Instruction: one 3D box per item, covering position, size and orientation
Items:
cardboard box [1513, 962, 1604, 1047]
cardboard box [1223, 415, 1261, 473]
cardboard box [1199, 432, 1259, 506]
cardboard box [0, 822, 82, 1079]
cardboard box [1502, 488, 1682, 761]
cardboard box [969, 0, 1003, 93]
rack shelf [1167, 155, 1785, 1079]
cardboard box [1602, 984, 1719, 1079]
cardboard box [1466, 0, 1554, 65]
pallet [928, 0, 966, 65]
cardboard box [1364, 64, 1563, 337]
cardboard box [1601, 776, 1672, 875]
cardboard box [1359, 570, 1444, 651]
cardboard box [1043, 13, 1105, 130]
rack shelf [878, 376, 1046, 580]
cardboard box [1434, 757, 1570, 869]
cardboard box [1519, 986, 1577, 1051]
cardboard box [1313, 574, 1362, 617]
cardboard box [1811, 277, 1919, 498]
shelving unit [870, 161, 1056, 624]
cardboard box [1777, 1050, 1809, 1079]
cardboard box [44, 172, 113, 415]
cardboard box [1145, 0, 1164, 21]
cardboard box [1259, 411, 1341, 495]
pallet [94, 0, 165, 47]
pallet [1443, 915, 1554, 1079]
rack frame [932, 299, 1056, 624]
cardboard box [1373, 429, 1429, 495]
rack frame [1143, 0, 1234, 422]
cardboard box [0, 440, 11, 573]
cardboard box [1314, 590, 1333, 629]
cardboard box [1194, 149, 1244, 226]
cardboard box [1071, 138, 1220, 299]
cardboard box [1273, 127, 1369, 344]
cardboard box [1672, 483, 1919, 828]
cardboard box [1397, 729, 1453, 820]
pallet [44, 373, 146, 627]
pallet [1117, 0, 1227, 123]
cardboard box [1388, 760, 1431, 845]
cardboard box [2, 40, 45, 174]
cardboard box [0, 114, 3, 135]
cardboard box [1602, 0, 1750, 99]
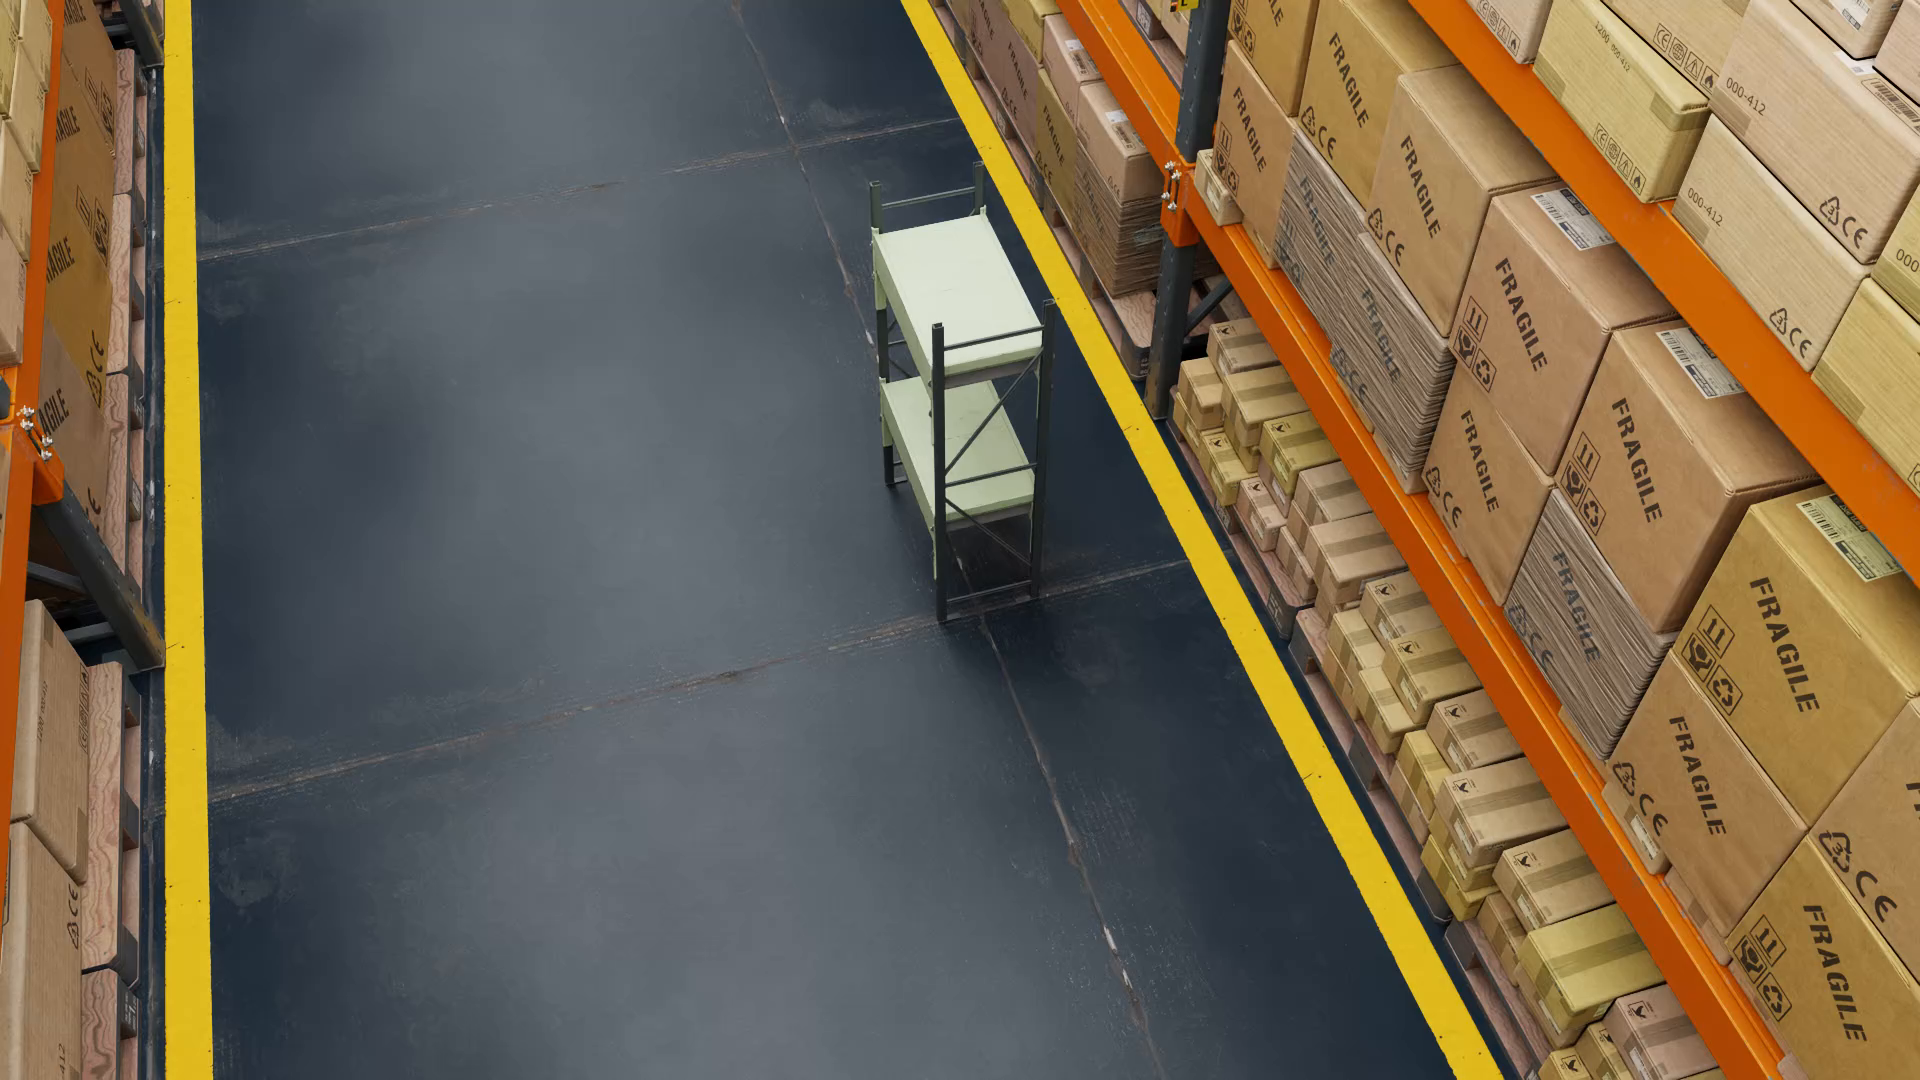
[{"bbox_3d":[1.869,1.291,4.885,0.380,0.149,0.250,-15,52,-12],"label":"cardboard box"},{"bbox_3d":[1.233,-0.429,6.335,0.380,0.149,0.250,-13,51,-11],"label":"cardboard box"},{"bbox_3d":[1.150,-0.302,6.422,0.380,0.149,0.250,-12,51,-10],"label":"cardboard box"},{"bbox_3d":[-3.080,1.402,4.797,0.875,0.438,0.875,-15,51,-12],"label":"cardboard box"},{"bbox_3d":[1.768,0.160,4.183,0.500,0.500,0.500,-13,51,-11],"label":"cardboard box"},{"bbox_3d":[0.361,-2.555,8.092,0.500,0.500,0.500,-14,51,-12],"label":"cardboard box"},{"bbox_3d":[1.862,0.075,4.985,1.077,0.370,4.000,-13,51,-11],"label":"rack shelf"},{"bbox_3d":[2.035,1.369,4.624,0.380,0.149,0.250,-12,51,-10],"label":"cardboard box"},{"bbox_3d":[1.448,-1.390,3.886,0.500,0.250,0.500,-11,51,-9],"label":"cardboard box"},{"bbox_3d":[0.317,-3.070,8.989,1.003,0.211,1.213,-13,51,-11],"label":"pallet"},{"bbox_3d":[1.459,-0.934,4.451,0.500,0.500,0.500,-13,51,-10],"label":"cardboard box"},{"bbox_3d":[1.863,0.659,4.186,0.380,0.149,0.250,-12,51,-10],"label":"cardboard box"},{"bbox_3d":[1.577,0.230,5.584,0.380,0.149,0.250,-15,52,-12],"label":"cardboard box"},{"bbox_3d":[0.670,-2.055,7.180,0.500,0.250,0.500,-11,51,-9],"label":"cardboard box"},{"bbox_3d":[-0.002,-0.278,6.220,0.431,0.370,0.720,-13,51,-11],"label":"rack shelf"},{"bbox_3d":[1.689,0.822,5.086,0.380,0.149,0.250,-12,51,-10],"label":"cardboard box"},{"bbox_3d":[1.930,1.372,5.011,0.380,0.149,0.250,-14,51,-11],"label":"cardboard box"},{"bbox_3d":[1.475,0.145,5.851,0.380,0.149,0.250,-11,51,-9],"label":"cardboard box"},{"bbox_3d":[1.908,-0.258,2.932,0.500,0.250,0.500,-13,51,-11],"label":"cardboard box"},{"bbox_3d":[-0.002,-0.488,5.970,0.431,1.500,0.755,-13,51,-11],"label":"shelving unit"},{"bbox_3d":[2.087,1.210,3.722,0.380,0.149,0.250,-13,51,-11],"label":"cardboard box"},{"bbox_3d":[-3.962,-0.968,6.509,0.875,0.875,0.875,-12,51,-10],"label":"cardboard box"},{"bbox_3d":[0.887,-2.107,6.244,0.380,0.149,0.250,-13,51,-11],"label":"cardboard box"},{"bbox_3d":[1.321,-0.340,6.065,0.380,0.149,0.250,-14,51,-11],"label":"cardboard box"},{"bbox_3d":[-4.841,-3.019,8.946,1.003,0.211,1.213,-13,51,-11],"label":"pallet"},{"bbox_3d":[2.225,1.545,5.099,1.003,0.211,1.213,-13,51,-11],"label":"pallet"},{"bbox_3d":[0.106,-0.221,5.745,0.400,1.500,0.023,-13,51,-11],"label":"rack frame"},{"bbox_3d":[1.478,-0.305,4.999,0.380,0.149,0.250,-11,51,-9],"label":"cardboard box"},{"bbox_3d":[1.271,-1.618,5.942,1.000,3.000,0.127,-13,51,-11],"label":"rack frame"},{"bbox_3d":[-3.047,-0.176,4.661,0.500,0.500,0.500,-13,51,-11],"label":"cardboard box"},{"bbox_3d":[1.509,0.231,5.973,0.380,0.149,0.250,-15,52,-13],"label":"cardboard box"},{"bbox_3d":[1.042,-1.256,5.801,0.380,0.149,0.250,-12,51,-10],"label":"cardboard box"},{"bbox_3d":[0.811,-1.431,7.145,0.500,0.500,0.500,-14,51,-12],"label":"cardboard box"},{"bbox_3d":[1.330,-0.968,5.134,0.500,0.500,0.500,-13,51,-11],"label":"cardboard box"},{"bbox_3d":[1.931,0.205,3.491,0.500,0.500,0.500,-15,51,-12],"label":"cardboard box"},{"bbox_3d":[1.646,0.724,5.363,0.380,0.149,0.250,-11,51,-9],"label":"cardboard box"},{"bbox_3d":[-3.728,-0.073,6.463,1.003,0.211,1.213,-13,51,-11],"label":"pallet"},{"bbox_3d":[1.184,-2.147,6.513,1.003,0.211,1.213,-13,51,-11],"label":"pallet"},{"bbox_3d":[1.648,0.819,5.478,0.380,0.149,0.250,-12,51,-10],"label":"cardboard box"},{"bbox_3d":[-3.597,-1.513,5.952,0.500,0.250,0.500,-14,51,-11],"label":"cardboard box"},{"bbox_3d":[-3.470,-1.297,5.443,0.500,0.250,0.500,-13,51,-10],"label":"cardboard box"},{"bbox_3d":[1.635,-1.174,3.377,0.500,0.250,0.500,-15,52,-13],"label":"cardboard box"}]
